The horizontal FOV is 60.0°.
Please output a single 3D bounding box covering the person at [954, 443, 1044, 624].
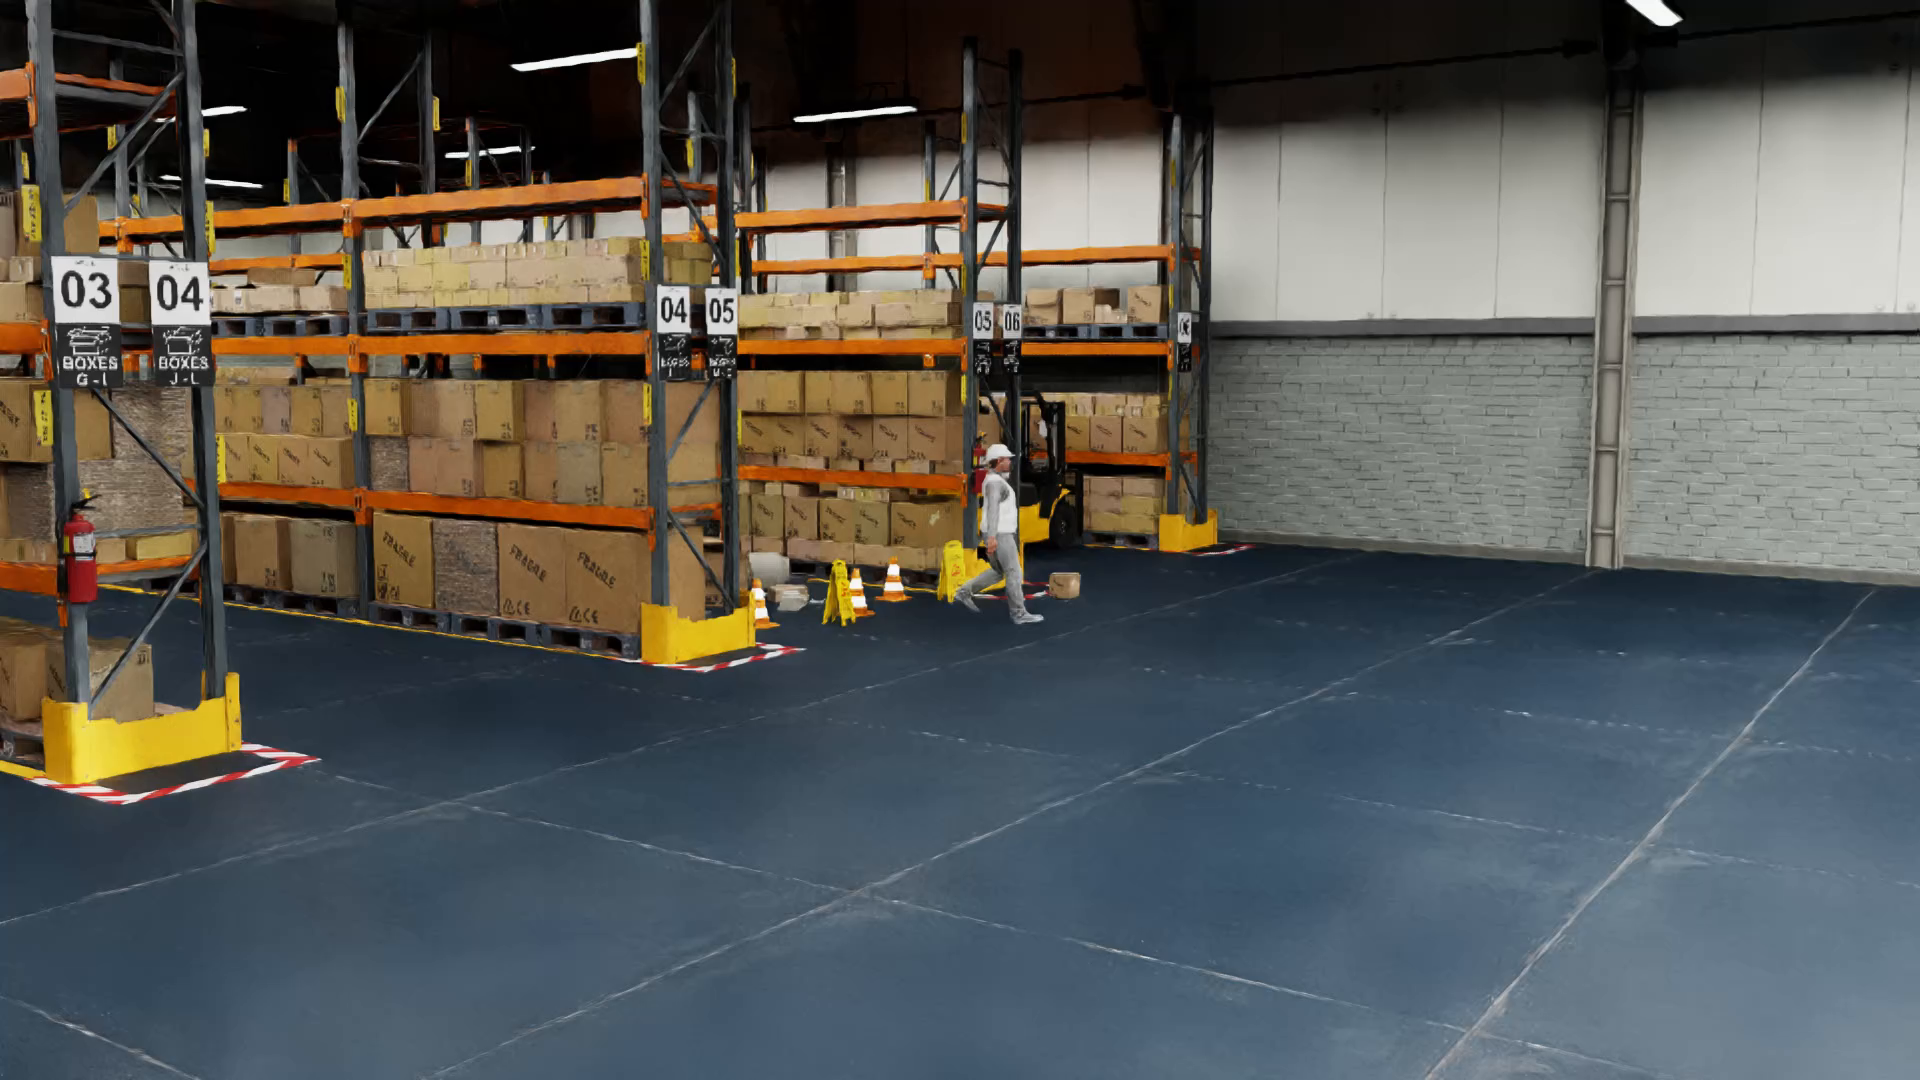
[{"bbox_3d":[0.373,-0.069,16.318,0.833,1.755,0.584,-1,6,-8],"label":"person"}]
